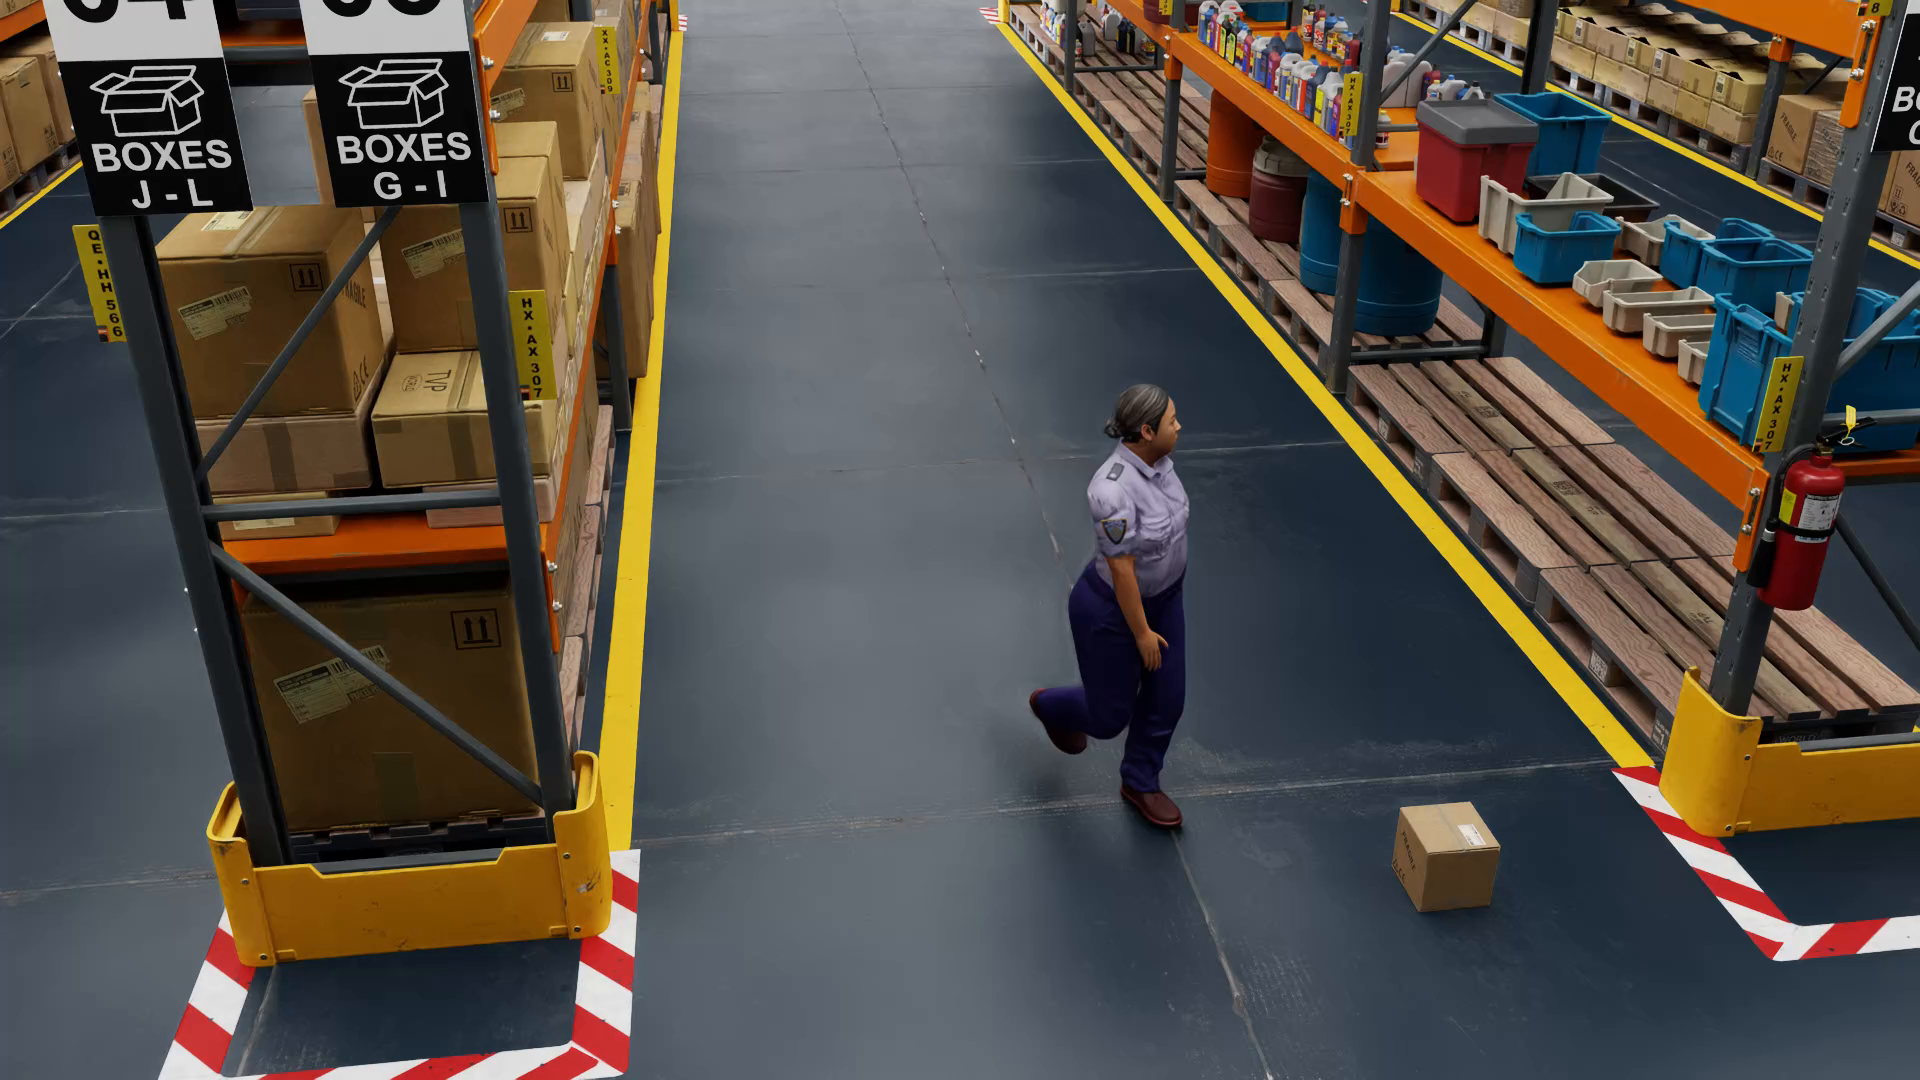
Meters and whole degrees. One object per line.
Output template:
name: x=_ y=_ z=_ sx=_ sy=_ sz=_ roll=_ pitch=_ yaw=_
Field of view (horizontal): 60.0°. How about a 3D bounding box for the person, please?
person: x=0.545 y=0.195 z=5.747 sx=0.487 sy=1.615 sz=0.677 roll=-24 pitch=36 yaw=-39
